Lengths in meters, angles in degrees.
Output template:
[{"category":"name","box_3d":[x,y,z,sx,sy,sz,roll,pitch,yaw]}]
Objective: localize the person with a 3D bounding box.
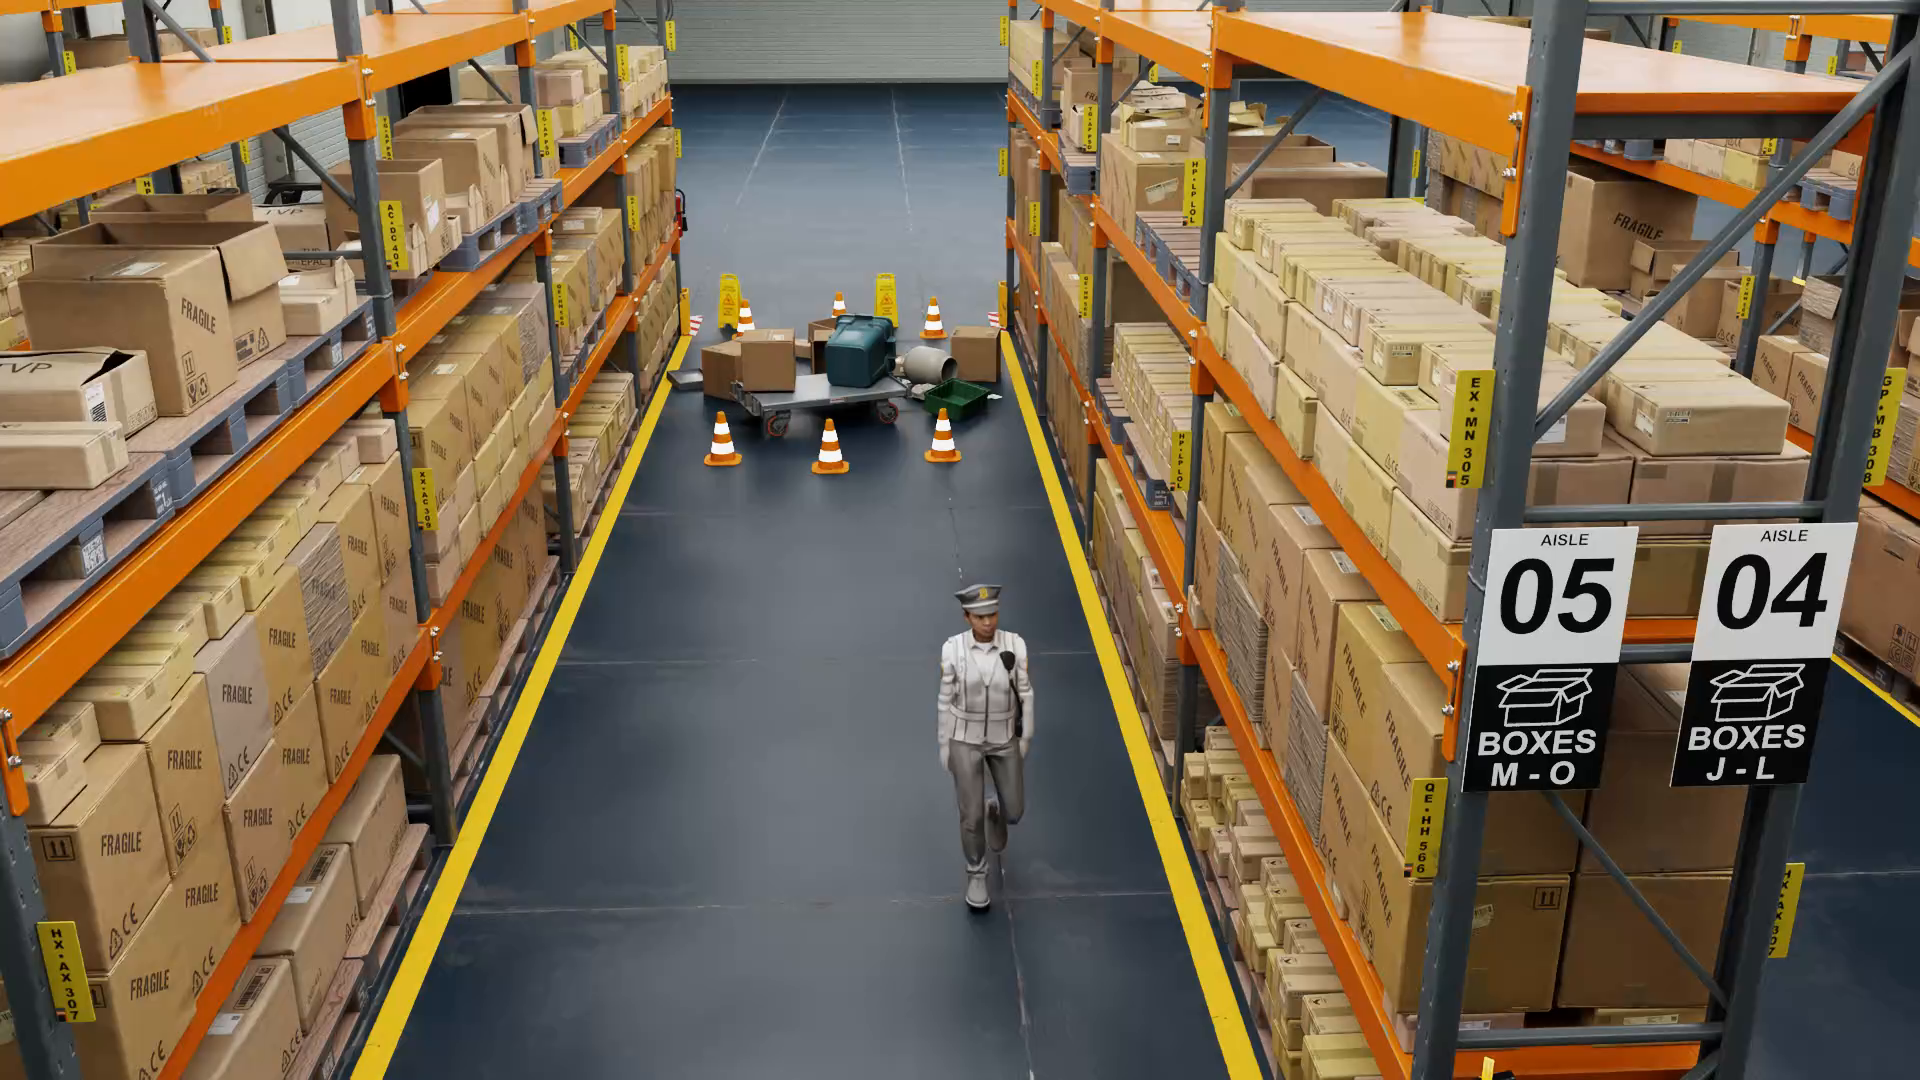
[{"category":"person","box_3d":[-1.020,-0.704,9.581,6.295,2.361,21.617,-2,21,-6]}]
